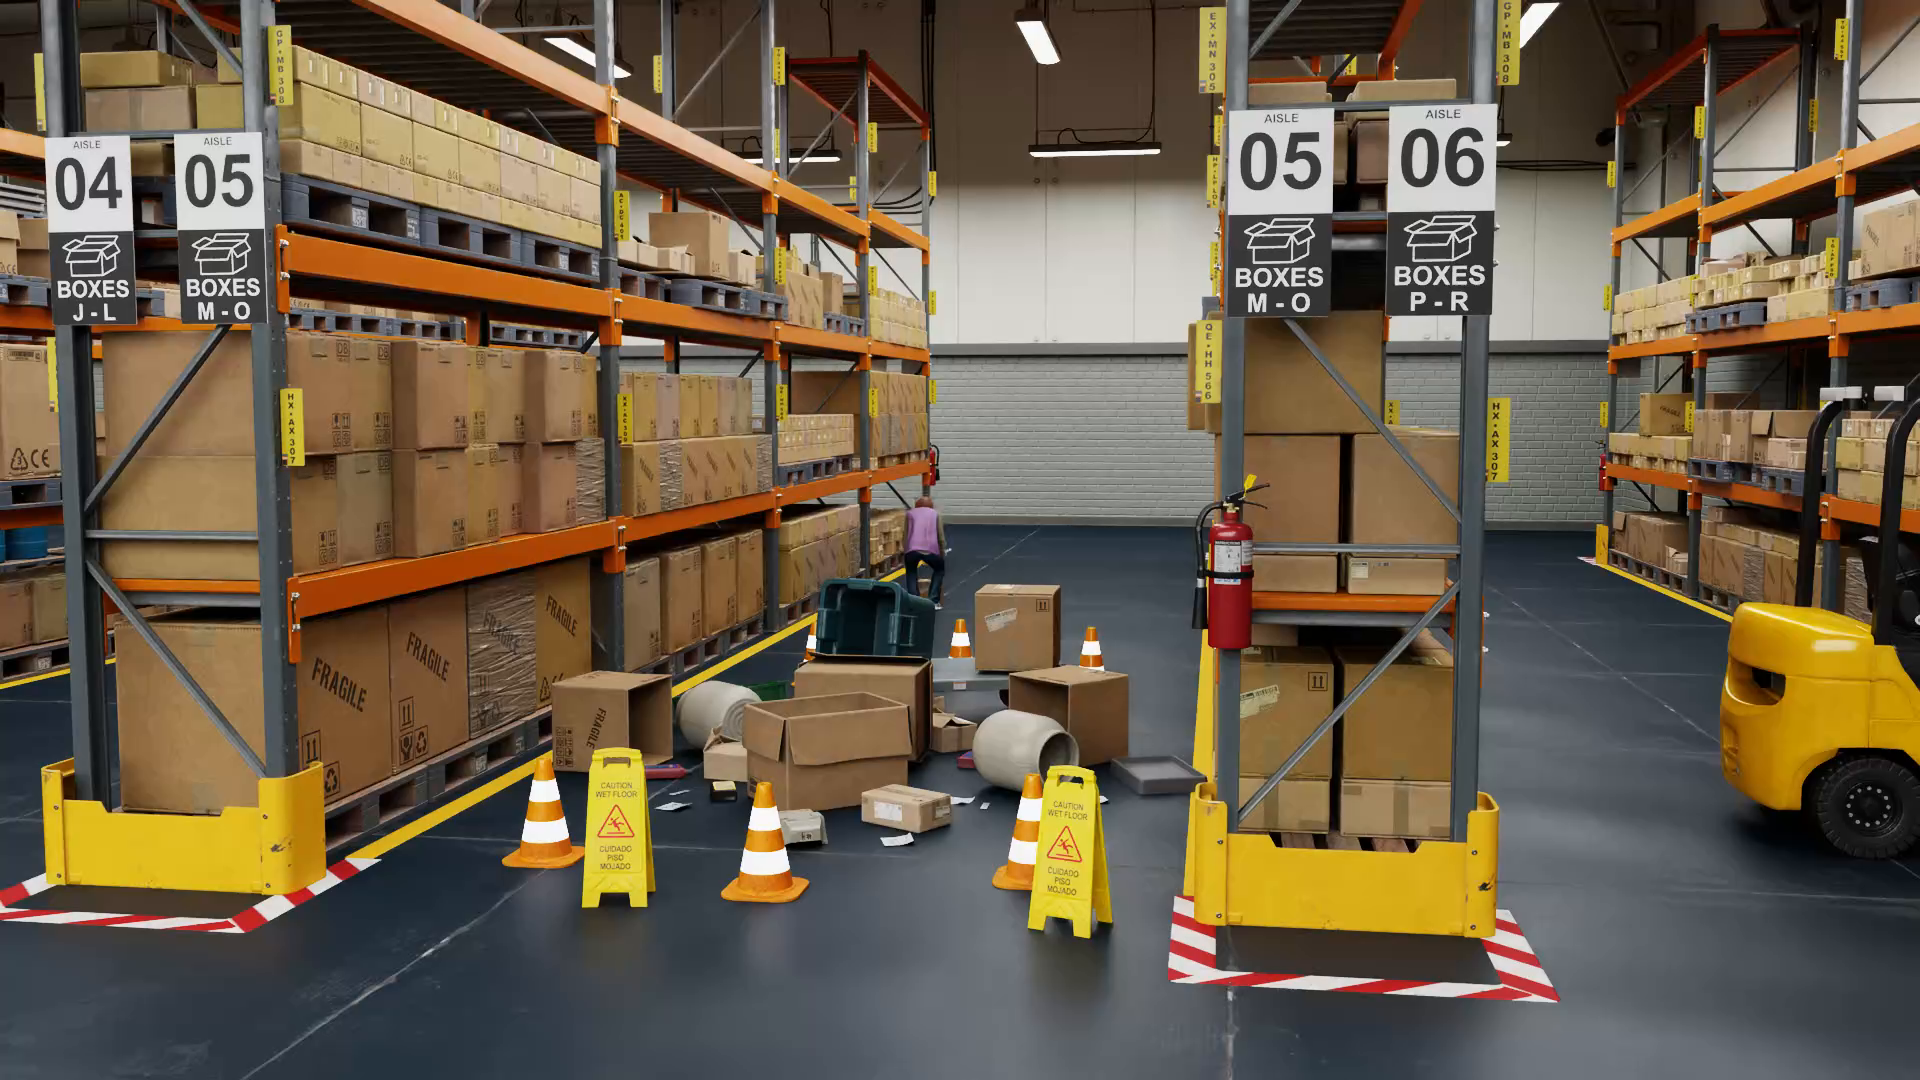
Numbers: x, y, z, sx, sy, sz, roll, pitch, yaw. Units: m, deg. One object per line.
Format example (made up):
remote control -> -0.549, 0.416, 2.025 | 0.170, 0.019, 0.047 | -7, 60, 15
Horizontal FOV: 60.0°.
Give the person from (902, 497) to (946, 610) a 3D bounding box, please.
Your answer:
person -> -0.386, 0.148, 16.796 | 0.464, 1.115, 0.736 | 1, 5, 9
